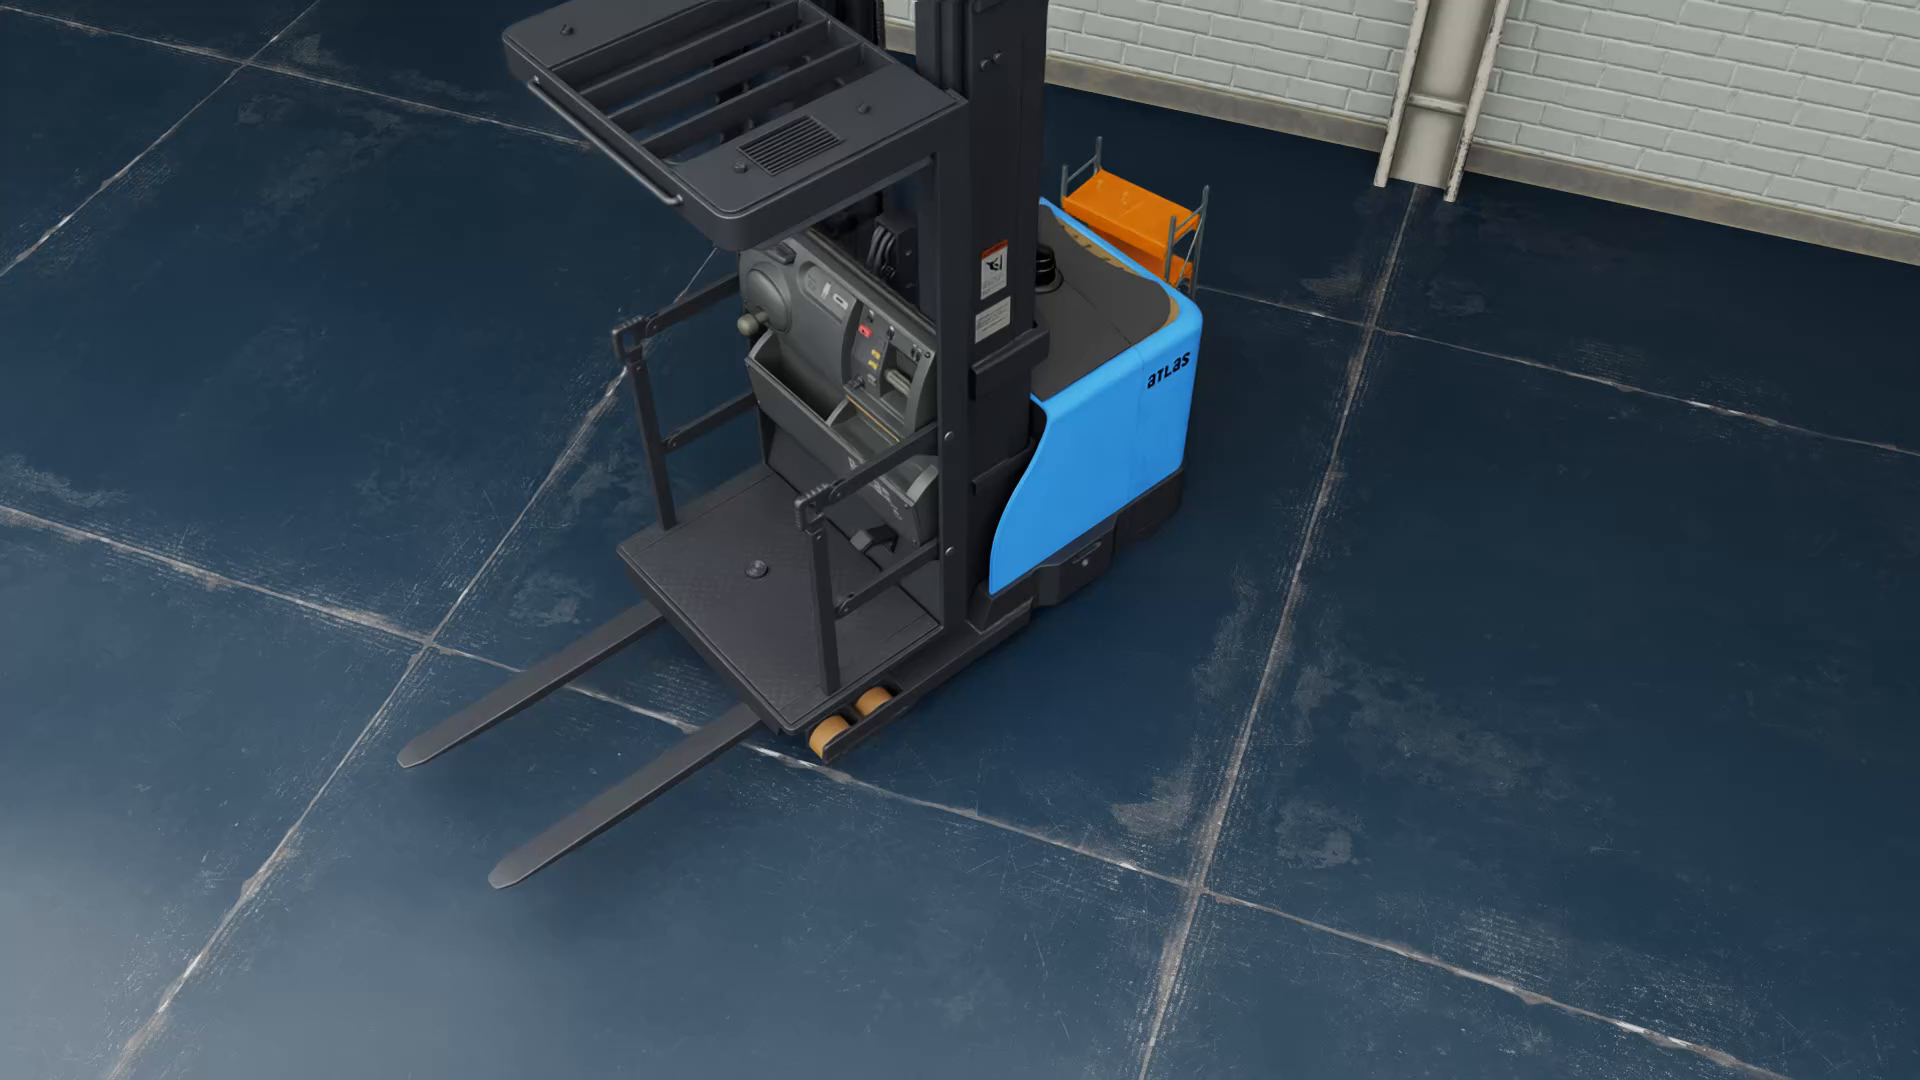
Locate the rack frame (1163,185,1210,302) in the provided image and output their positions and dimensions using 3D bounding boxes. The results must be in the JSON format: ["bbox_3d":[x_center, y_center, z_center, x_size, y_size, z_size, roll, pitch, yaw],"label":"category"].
[{"bbox_3d":[0.846,-0.851,6.560,0.015,1.200,0.240,31,56,24],"label":"rack frame"}]

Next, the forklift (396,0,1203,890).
[{"bbox_3d":[-0.562,-0.625,5.219,3.031,2.935,1.130,-33,57,-25],"label":"forklift"}]

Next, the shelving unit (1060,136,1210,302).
[{"bbox_3d":[0.655,-0.966,6.659,0.503,1.200,0.258,31,56,24],"label":"shelving unit"}]

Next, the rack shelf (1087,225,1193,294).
[{"bbox_3d":[0.655,-1.068,6.541,0.480,0.148,0.258,31,56,24],"label":"rack shelf"}]

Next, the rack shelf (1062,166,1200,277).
[{"bbox_3d":[0.655,-1.223,6.362,0.480,0.148,0.258,31,56,24],"label":"rack shelf"}]

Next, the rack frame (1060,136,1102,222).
[{"bbox_3d":[0.465,-1.081,6.759,0.015,1.200,0.240,31,56,24],"label":"rack frame"}]

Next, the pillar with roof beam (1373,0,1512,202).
[{"bbox_3d":[0.765,-1.687,2.124,0.400,9.000,9.100,16,51,13],"label":"pillar with roof beam"}]
